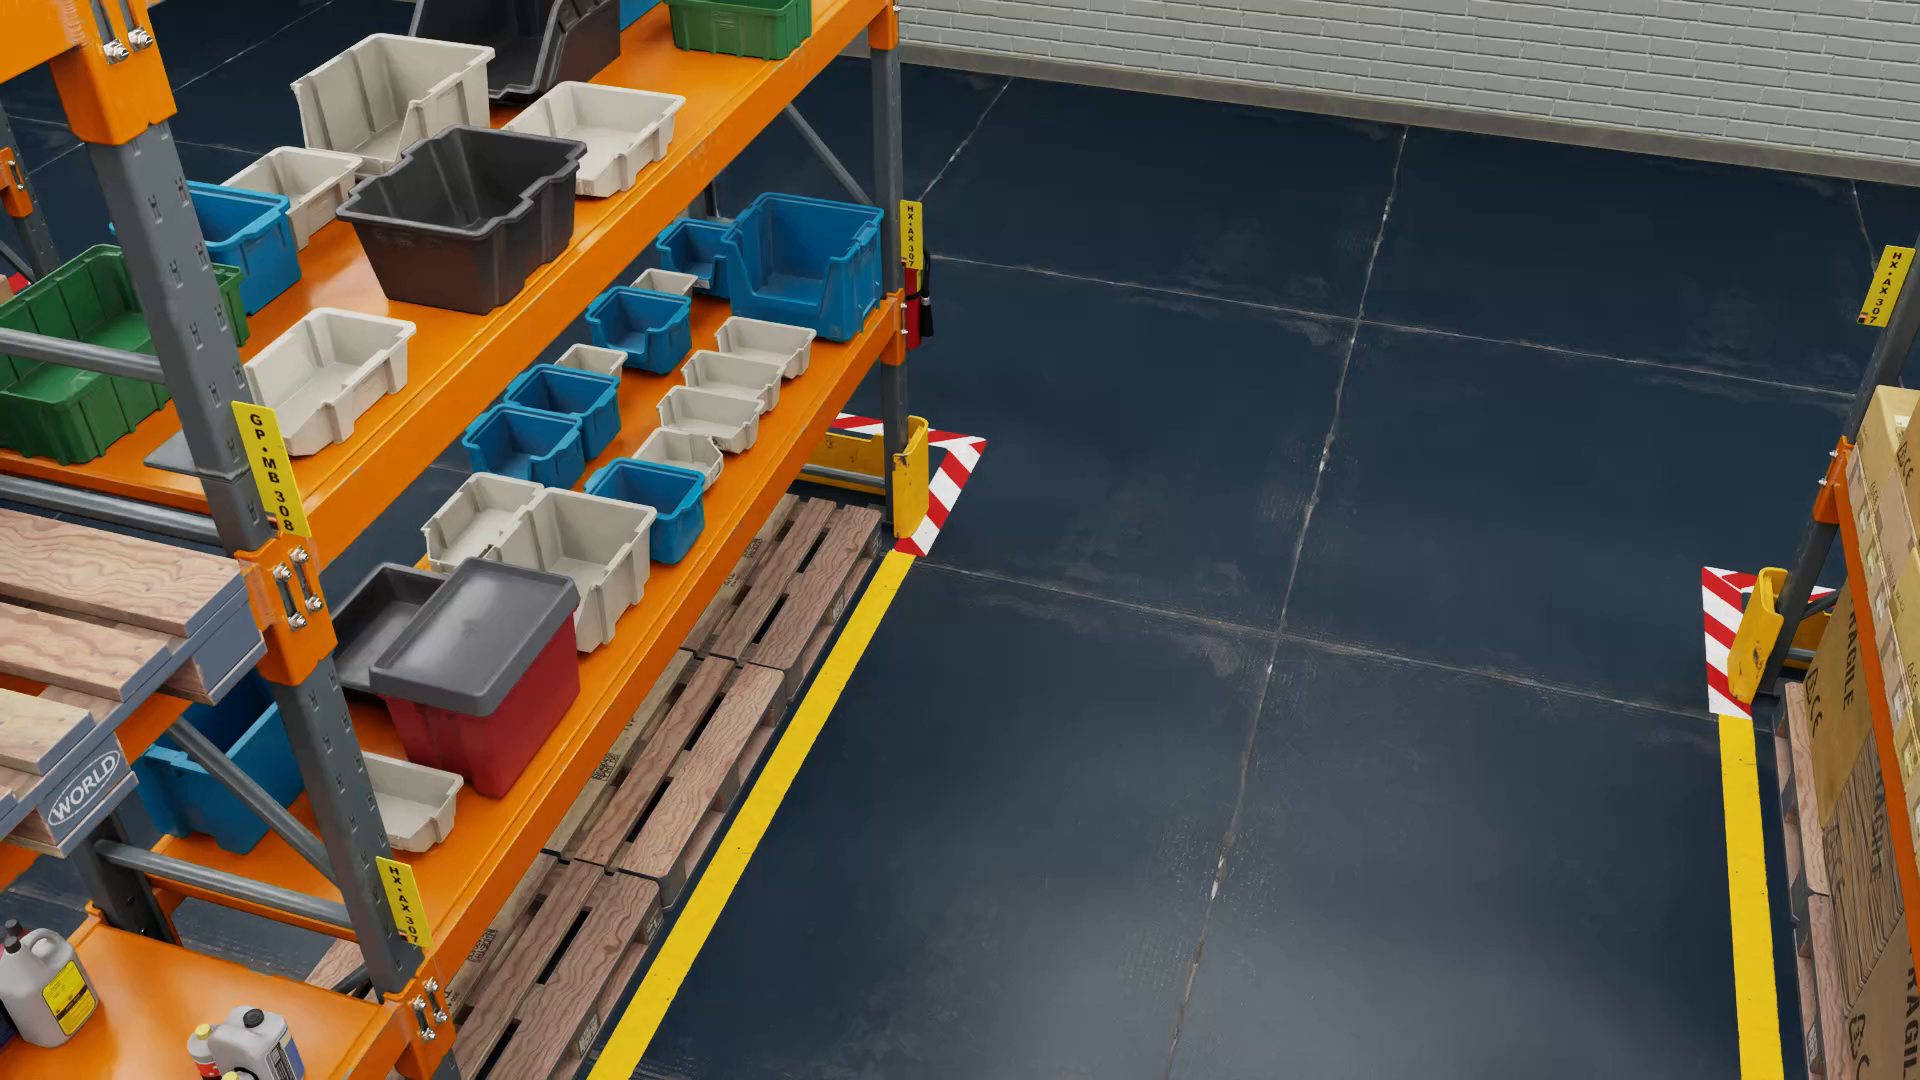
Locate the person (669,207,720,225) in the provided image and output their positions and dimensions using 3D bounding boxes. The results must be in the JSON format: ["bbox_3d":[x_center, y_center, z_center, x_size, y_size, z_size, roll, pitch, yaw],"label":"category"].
[{"bbox_3d":[-1.366,-1.590,8.956,0.908,1.531,0.421,1,38,2],"label":"person"}]
